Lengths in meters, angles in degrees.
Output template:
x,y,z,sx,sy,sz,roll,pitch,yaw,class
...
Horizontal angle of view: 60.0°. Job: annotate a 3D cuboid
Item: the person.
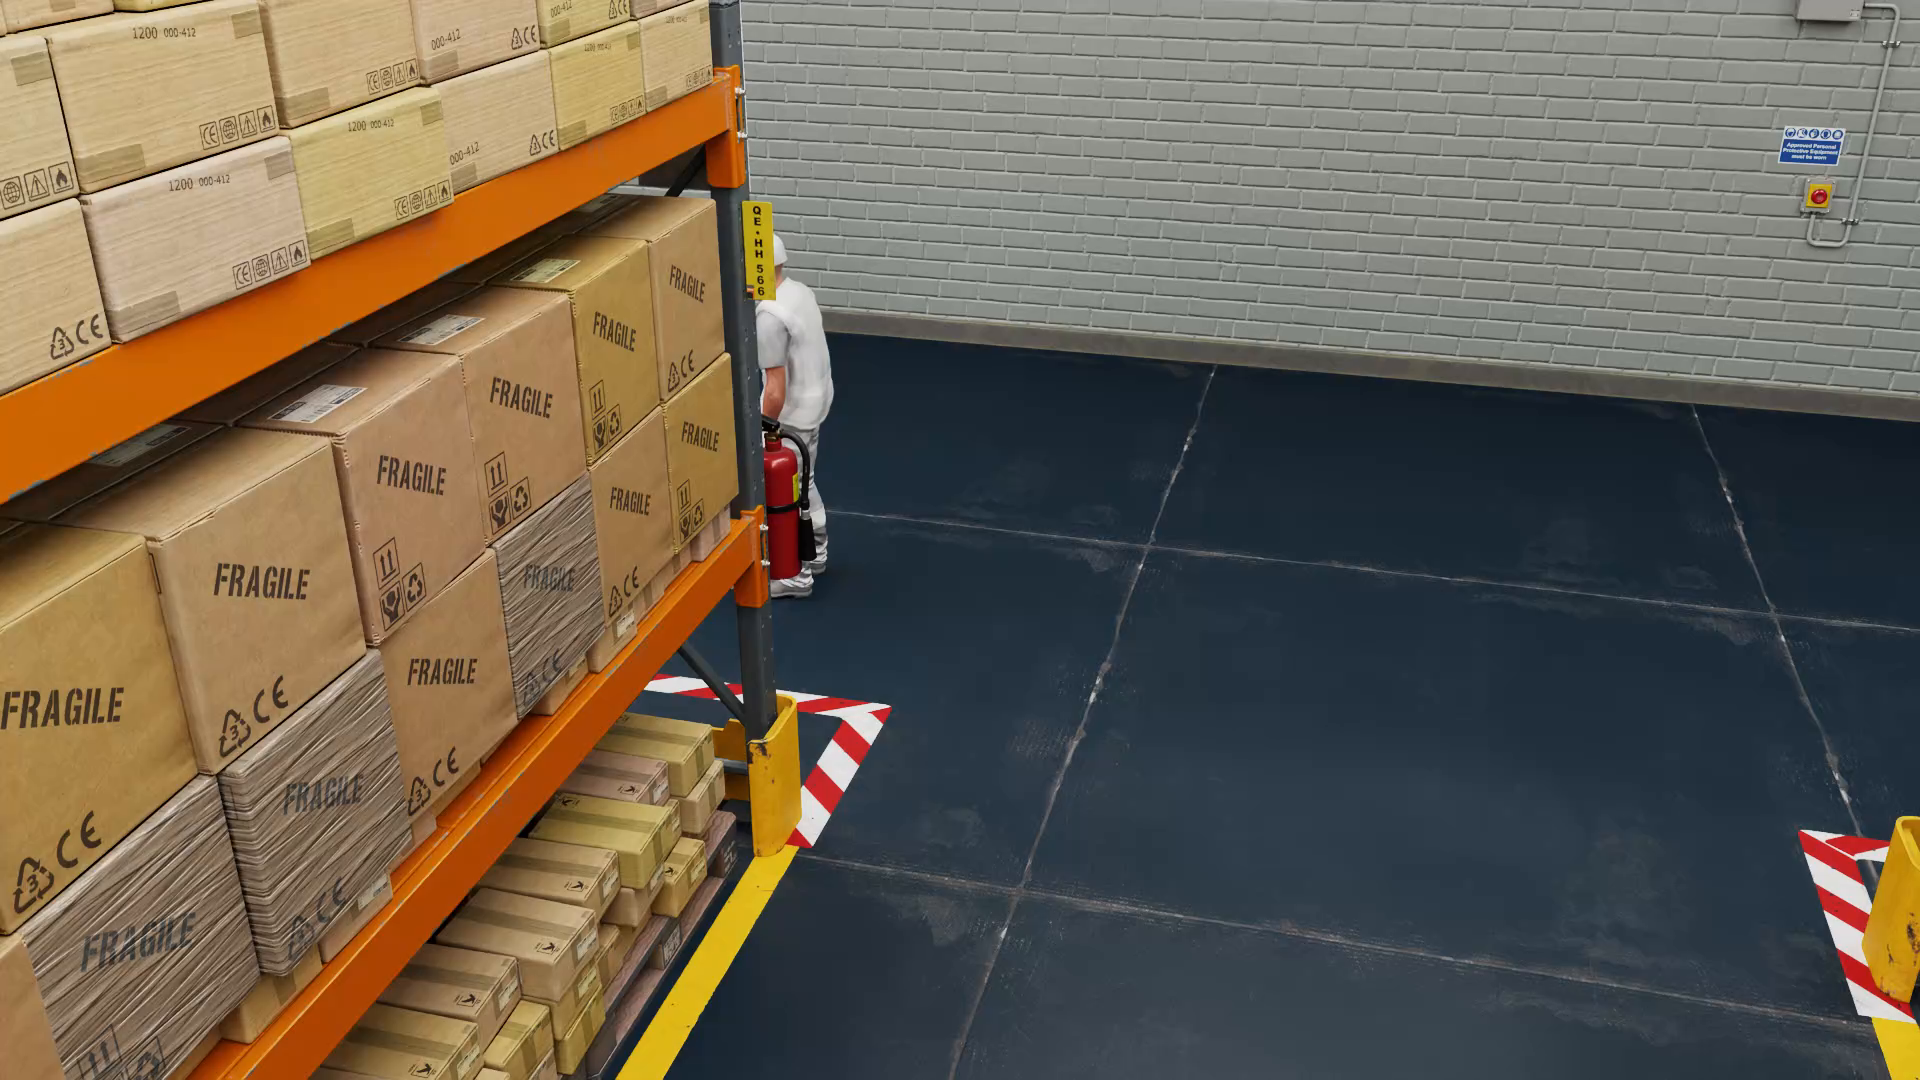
x,y,z,sx,sy,sz,roll,pitch,yaw,class
-0.832,-0.587,7.844,0.454,1.779,0.609,6,26,13,person
